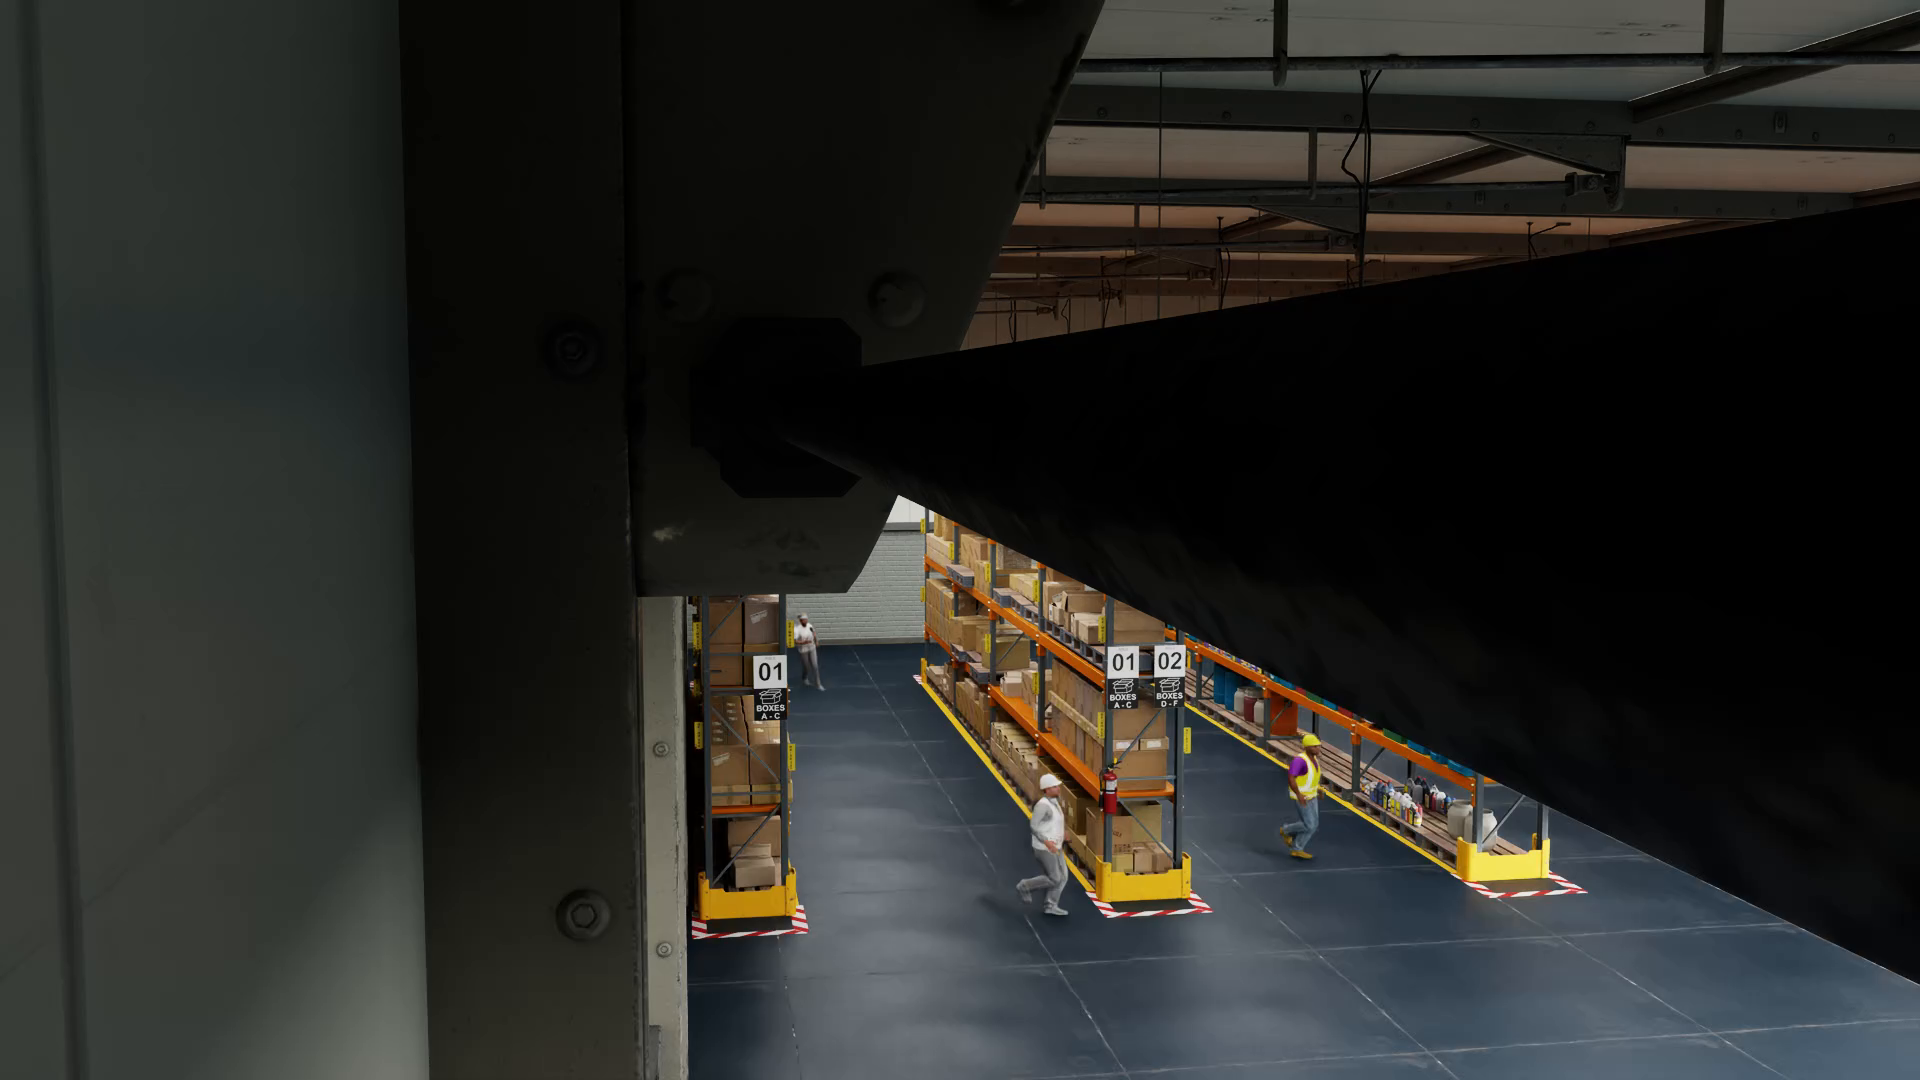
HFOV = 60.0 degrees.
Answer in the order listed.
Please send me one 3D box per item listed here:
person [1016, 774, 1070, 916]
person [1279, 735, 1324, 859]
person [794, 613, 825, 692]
[{"bbox_3d":[1.018,3.697,20.213,0.634,1.727,0.677,2,5,21],"label":"person"},{"bbox_3d":[4.649,3.488,22.712,0.591,1.700,0.701,4,7,41],"label":"person"},{"bbox_3d":[-3.323,2.375,35.569,0.606,1.673,0.889,-3,6,-28],"label":"person"}]
